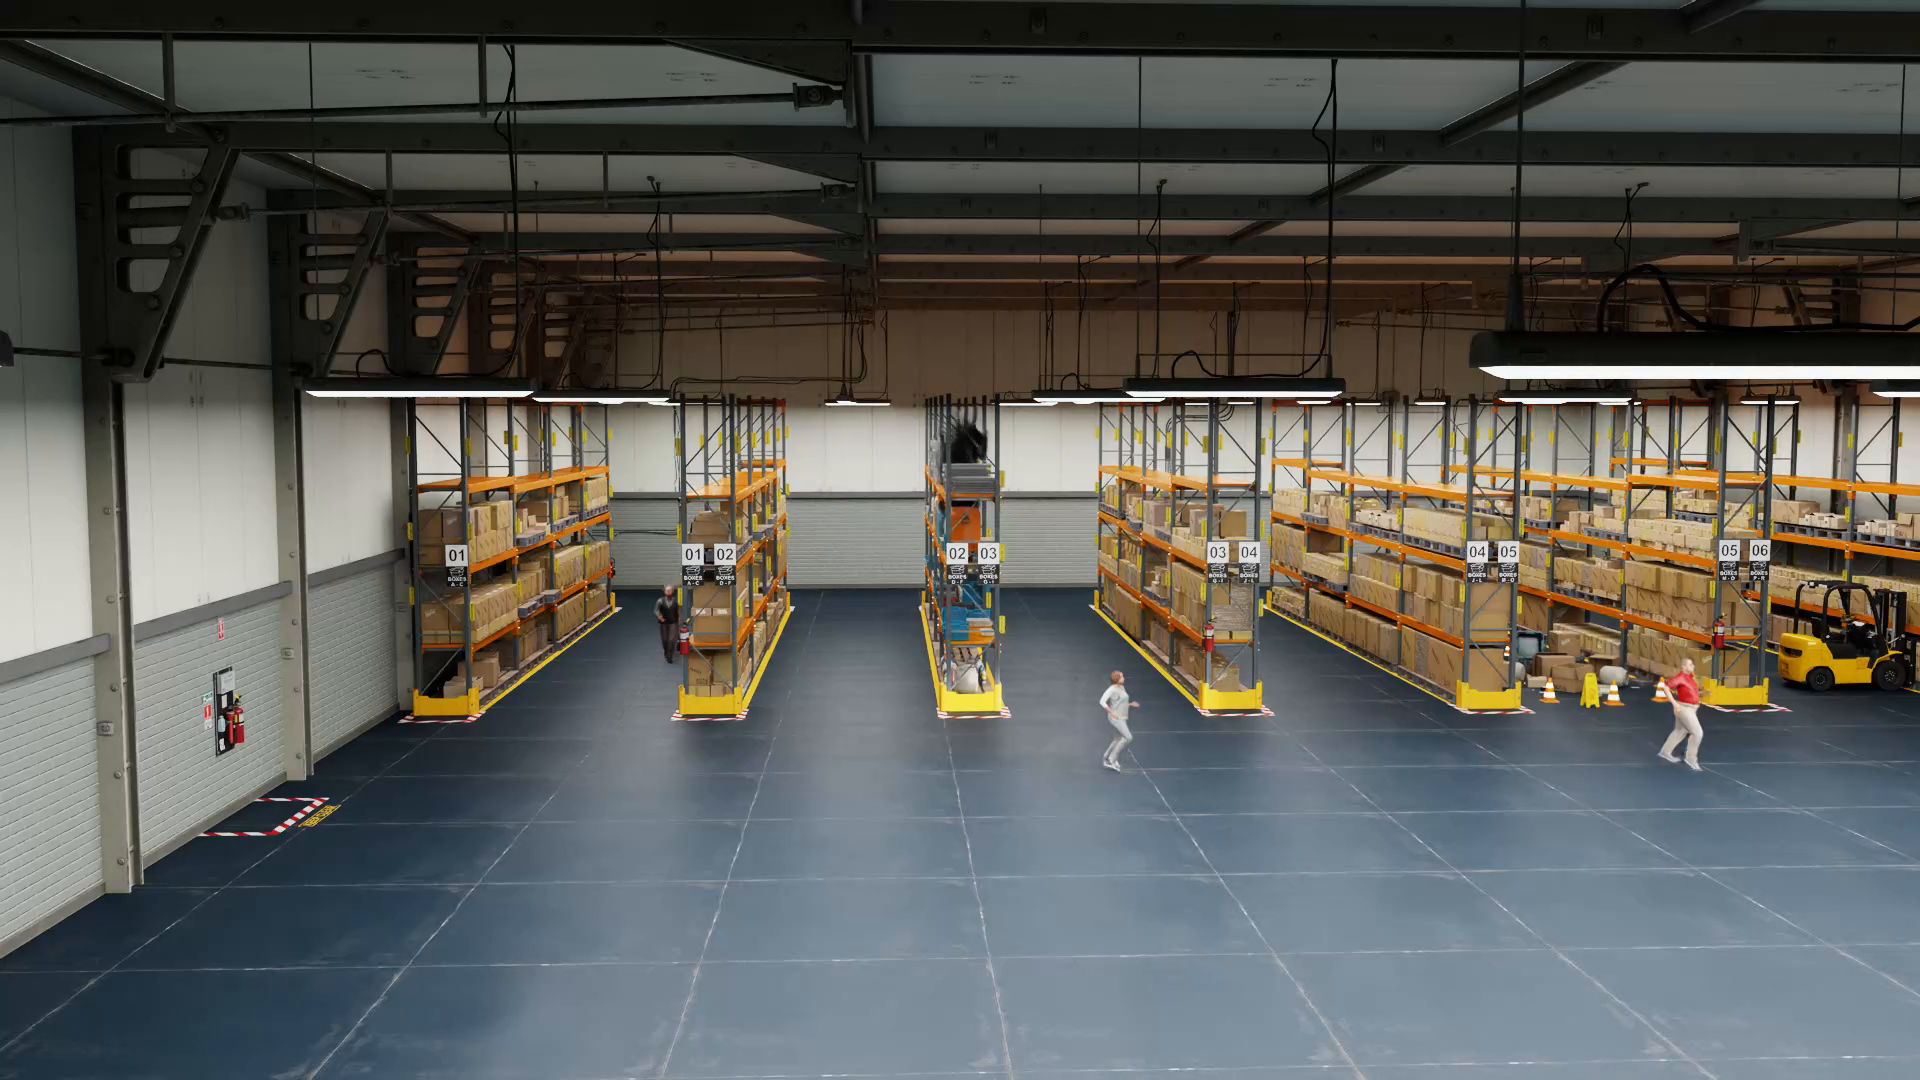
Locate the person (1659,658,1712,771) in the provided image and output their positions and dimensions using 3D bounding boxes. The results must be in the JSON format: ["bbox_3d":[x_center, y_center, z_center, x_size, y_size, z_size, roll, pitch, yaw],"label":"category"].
[{"bbox_3d":[11.556,2.780,26.503,0.785,1.796,0.633,3,5,34],"label":"person"}]

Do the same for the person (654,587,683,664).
[{"bbox_3d":[-6.593,1.907,37.643,0.665,1.713,0.821,-1,5,-7],"label":"person"}]

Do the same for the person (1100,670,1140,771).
[{"bbox_3d":[2.529,2.852,26.274,0.607,1.582,0.521,2,5,24],"label":"person"}]
